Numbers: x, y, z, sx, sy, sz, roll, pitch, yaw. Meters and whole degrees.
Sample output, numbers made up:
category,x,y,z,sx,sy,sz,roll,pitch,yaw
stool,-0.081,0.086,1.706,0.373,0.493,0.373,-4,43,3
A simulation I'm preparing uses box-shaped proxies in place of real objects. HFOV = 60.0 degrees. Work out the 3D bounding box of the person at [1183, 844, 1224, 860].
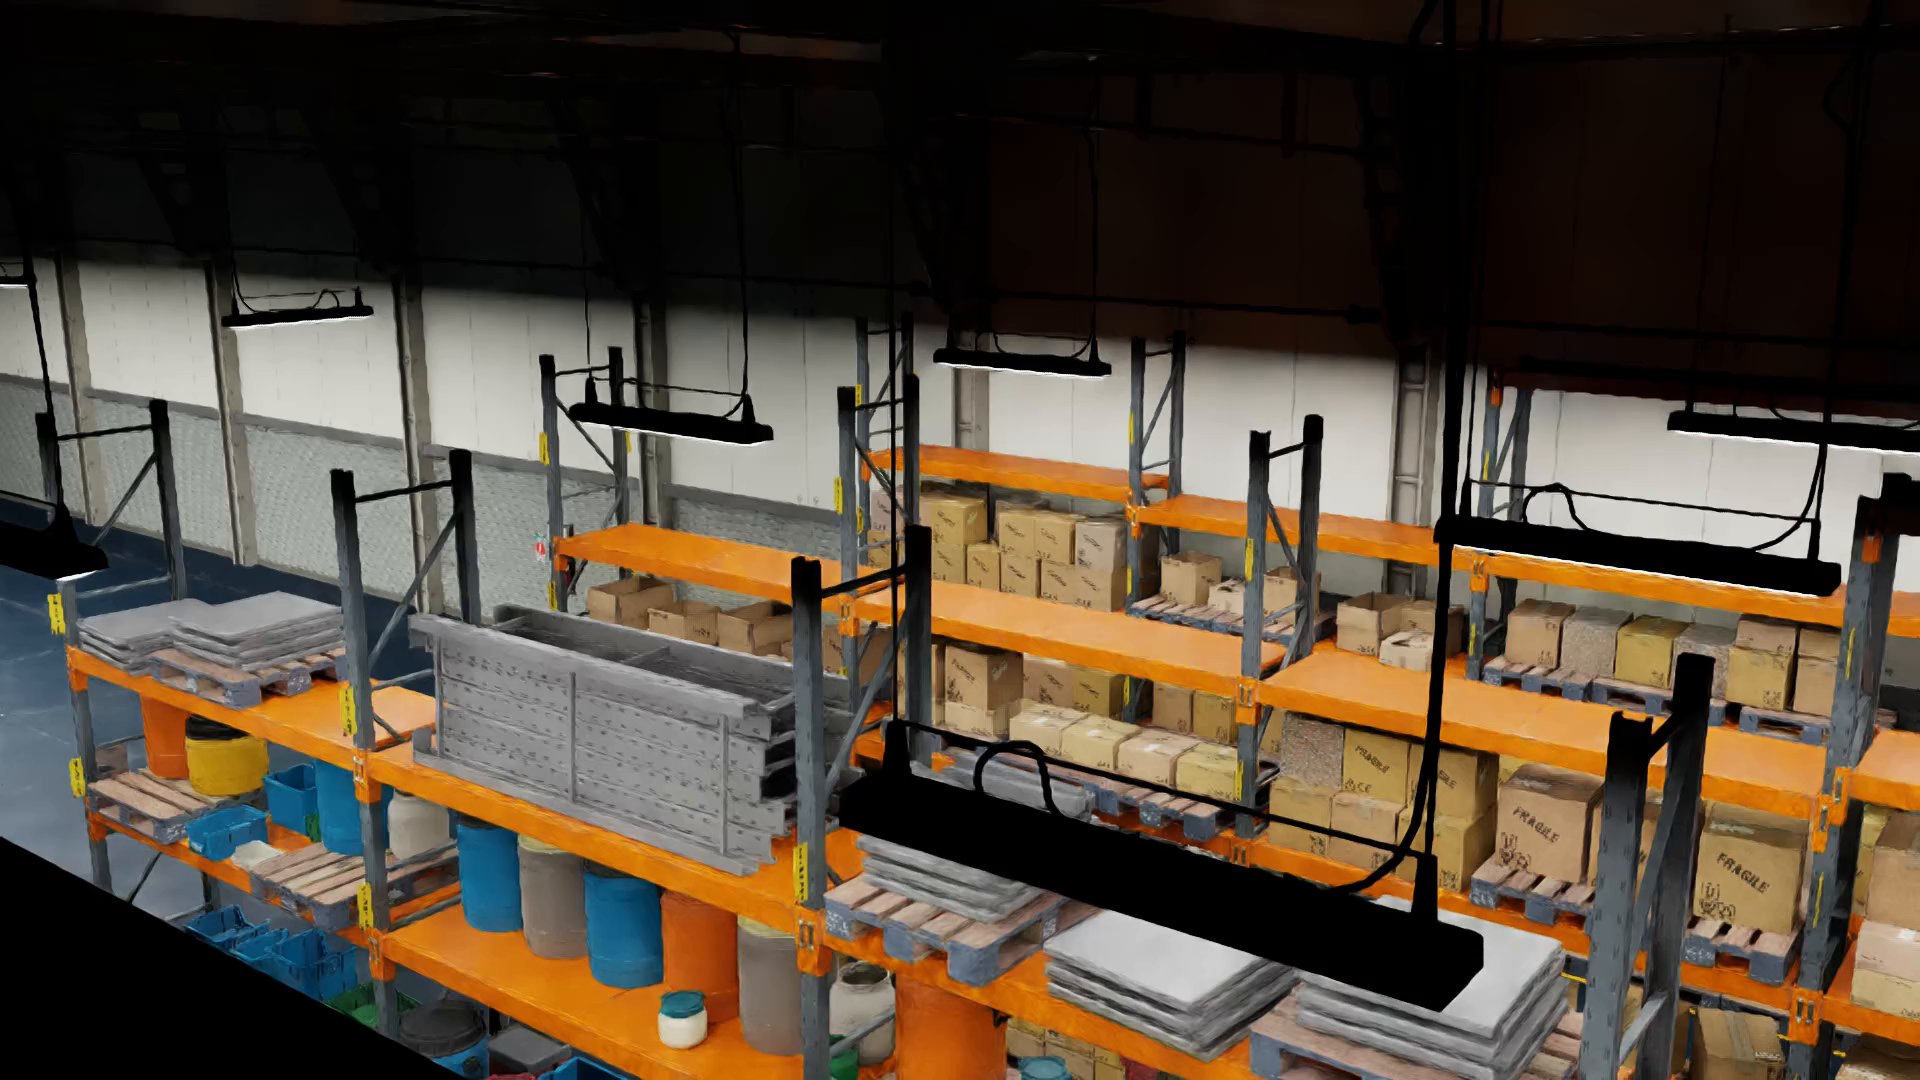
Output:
category,x,y,z,sx,sy,sz,roll,pitch,yaw
person,2.464,3.465,16.766,0.512,1.628,0.639,9,16,35
